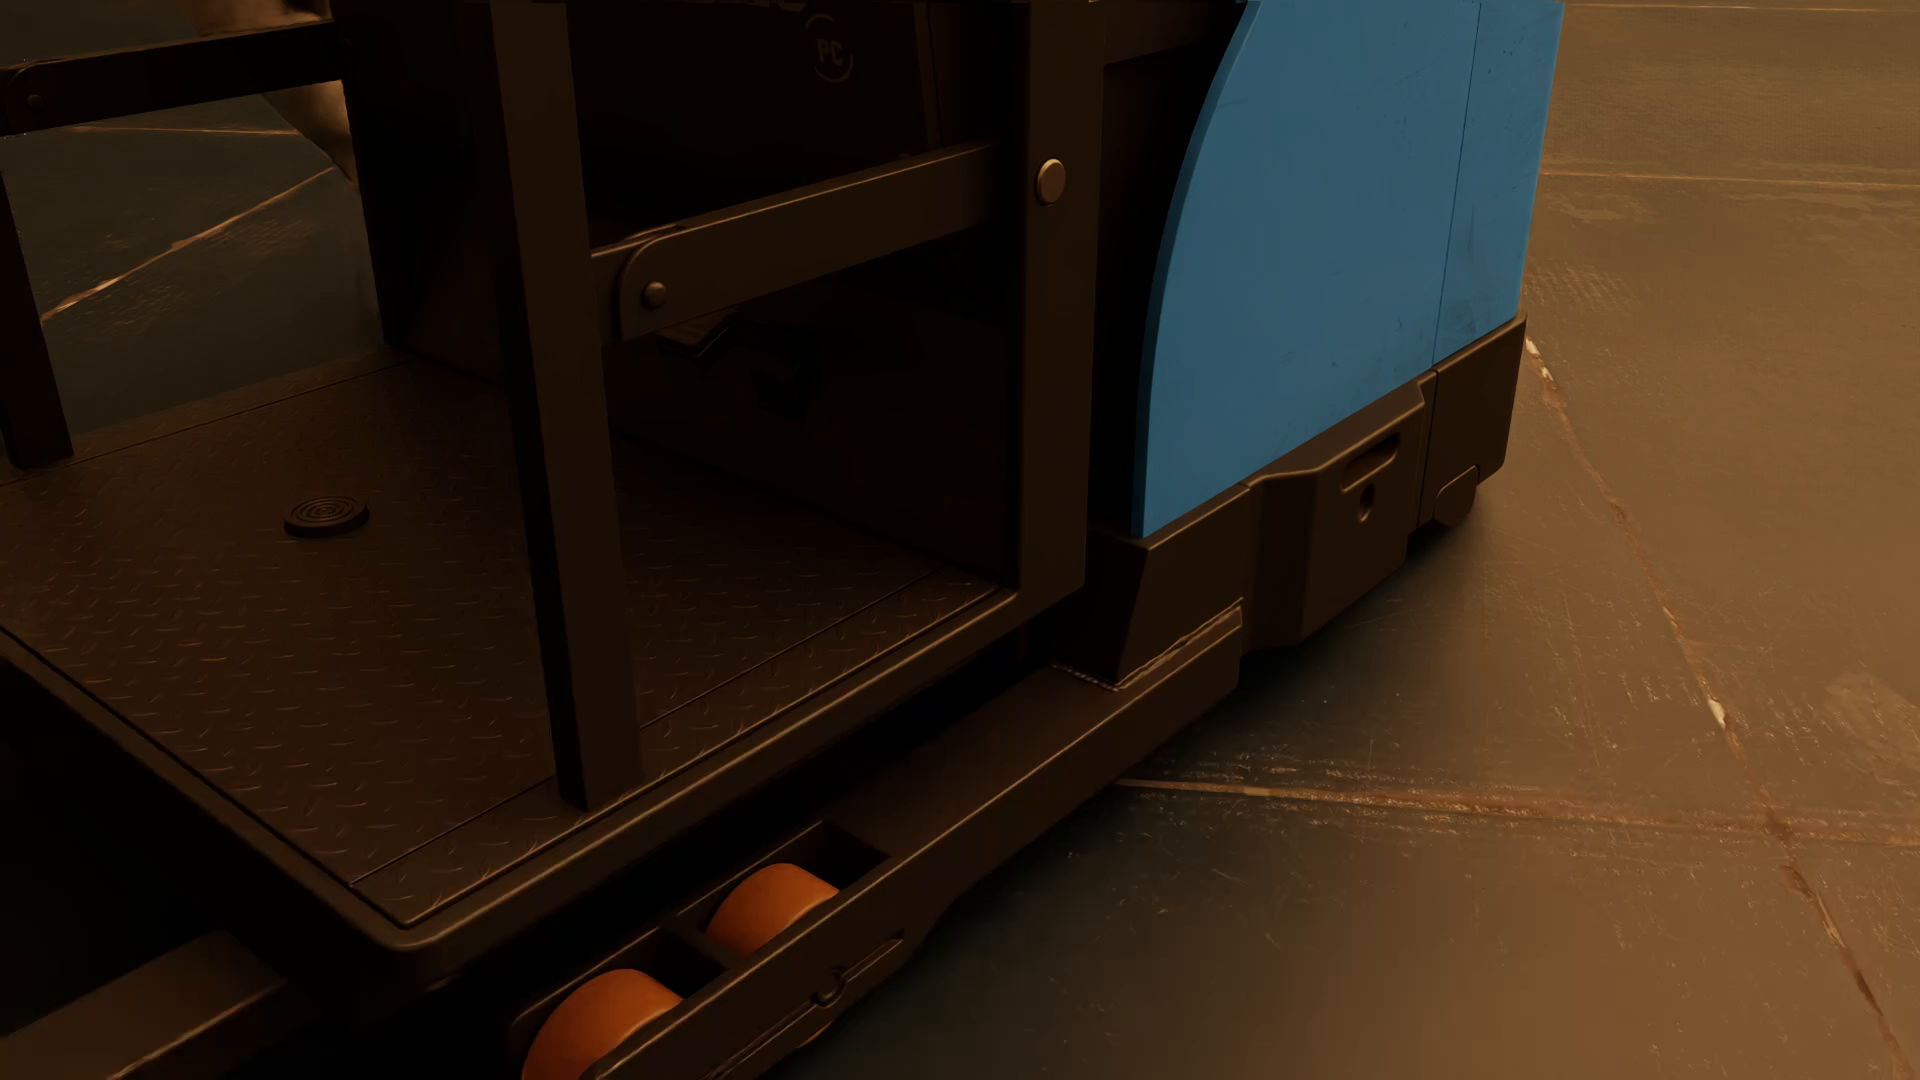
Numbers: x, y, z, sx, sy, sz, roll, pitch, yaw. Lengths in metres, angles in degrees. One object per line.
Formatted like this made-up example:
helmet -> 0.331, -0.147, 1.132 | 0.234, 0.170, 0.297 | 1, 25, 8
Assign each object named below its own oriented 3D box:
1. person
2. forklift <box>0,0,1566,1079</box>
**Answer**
person -> -1.057, -1.191, 3.184 | 0.997, 1.511, 0.972 | 3, 27, 6
forklift -> -0.486, -1.026, 1.274 | 1.130, 2.935, 3.031 | 21, 33, 35
